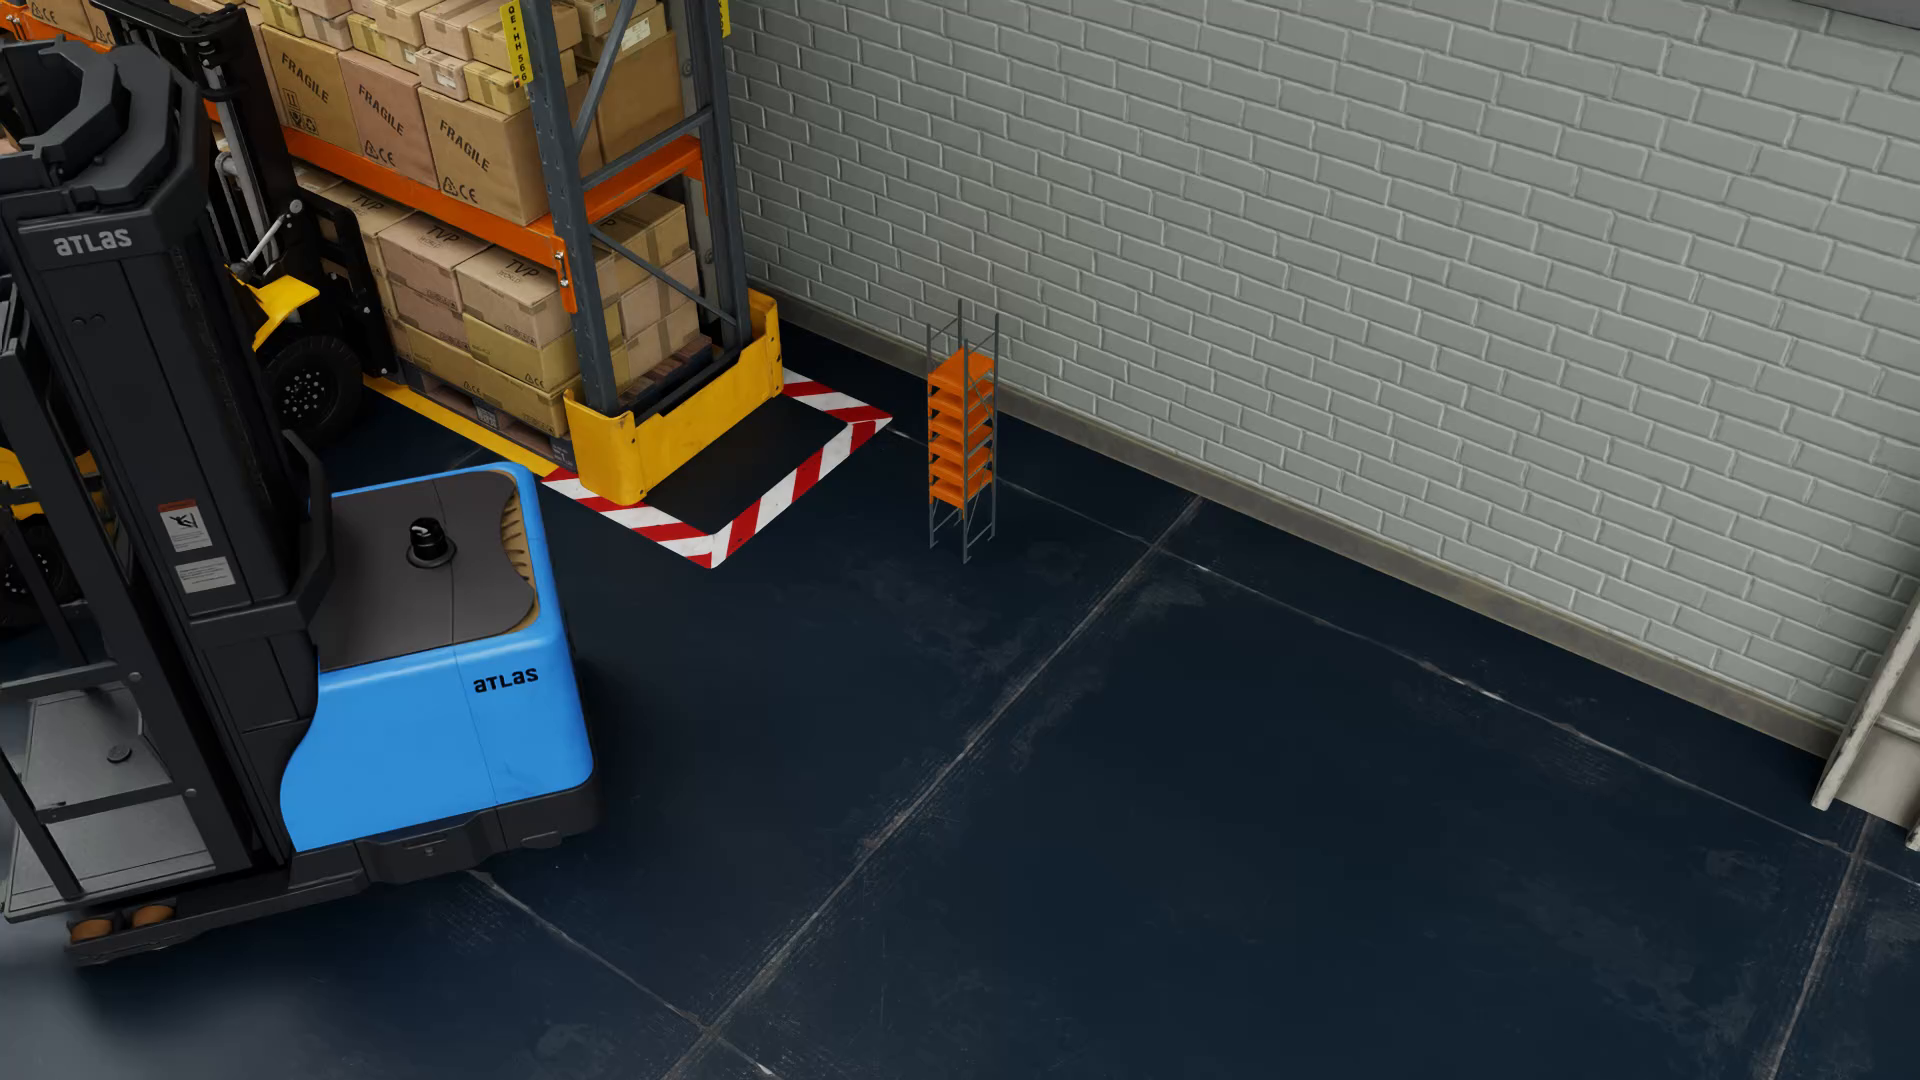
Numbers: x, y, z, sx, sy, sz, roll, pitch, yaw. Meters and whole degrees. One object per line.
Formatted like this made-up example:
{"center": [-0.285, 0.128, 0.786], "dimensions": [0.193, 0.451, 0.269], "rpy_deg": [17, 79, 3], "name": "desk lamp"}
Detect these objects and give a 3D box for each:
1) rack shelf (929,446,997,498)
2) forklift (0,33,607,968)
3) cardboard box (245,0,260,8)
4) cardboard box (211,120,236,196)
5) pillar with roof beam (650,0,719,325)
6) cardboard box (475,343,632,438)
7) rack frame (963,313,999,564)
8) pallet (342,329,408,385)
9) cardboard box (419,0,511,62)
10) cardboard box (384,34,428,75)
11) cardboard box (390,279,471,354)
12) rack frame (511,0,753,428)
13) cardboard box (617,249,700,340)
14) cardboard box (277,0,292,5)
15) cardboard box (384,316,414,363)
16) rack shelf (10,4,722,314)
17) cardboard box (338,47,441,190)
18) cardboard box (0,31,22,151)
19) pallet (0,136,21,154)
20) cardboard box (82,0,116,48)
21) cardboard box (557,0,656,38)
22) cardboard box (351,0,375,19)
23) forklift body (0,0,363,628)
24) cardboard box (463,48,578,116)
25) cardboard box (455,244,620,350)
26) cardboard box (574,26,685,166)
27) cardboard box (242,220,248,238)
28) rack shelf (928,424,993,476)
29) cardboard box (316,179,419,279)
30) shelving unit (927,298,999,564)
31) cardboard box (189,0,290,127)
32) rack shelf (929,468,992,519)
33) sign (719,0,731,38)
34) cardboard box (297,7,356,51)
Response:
{"center": [0.012, -0.319, 7.202], "dimensions": [0.180, 0.103, 0.258], "rpy_deg": [25, 48, 25], "name": "rack shelf"}
{"center": [-2.904, -0.002, 5.302], "dimensions": [3.031, 2.935, 1.130], "rpy_deg": [-12, 43, -13], "name": "forklift"}
{"center": [-3.016, -2.533, 7.518], "dimensions": [0.250, 0.149, 0.380], "rpy_deg": [25, 47, 25], "name": "cardboard box"}
{"center": [-3.587, -1.945, 8.420], "dimensions": [0.500, 0.250, 0.500], "rpy_deg": [27, 48, 27], "name": "cardboard box"}
{"center": [-3.879, -2.296, 3.315], "dimensions": [0.400, 9.000, 9.100], "rpy_deg": [25, 48, 25], "name": "pillar with roof beam"}
{"center": [-1.920, -0.791, 7.880], "dimensions": [0.500, 0.250, 0.500], "rpy_deg": [25, 48, 26], "name": "cardboard box"}
{"center": [0.087, -0.407, 7.053], "dimensions": [0.006, 1.200, 0.240], "rpy_deg": [25, 48, 25], "name": "rack frame"}
{"center": [-2.999, -1.350, 8.849], "dimensions": [1.213, 0.211, 1.003], "rpy_deg": [25, 48, 25], "name": "pallet"}
{"center": [-1.988, -2.141, 6.857], "dimensions": [0.250, 0.149, 0.380], "rpy_deg": [25, 48, 25], "name": "cardboard box"}
{"center": [-2.203, -2.125, 7.062], "dimensions": [0.250, 0.149, 0.380], "rpy_deg": [26, 48, 26], "name": "cardboard box"}
{"center": [-2.337, -1.183, 7.943], "dimensions": [0.500, 0.250, 0.500], "rpy_deg": [25, 47, 25], "name": "cardboard box"}
{"center": [-1.354, -1.652, 7.095], "dimensions": [0.127, 3.000, 1.000], "rpy_deg": [25, 48, 25], "name": "rack frame"}
{"center": [-1.620, -1.263, 8.033], "dimensions": [0.500, 0.250, 0.500], "rpy_deg": [26, 48, 26], "name": "cardboard box"}
{"center": [-2.871, -2.497, 7.255], "dimensions": [0.250, 0.149, 0.380], "rpy_deg": [26, 48, 26], "name": "cardboard box"}
{"center": [-2.727, -1.183, 8.318], "dimensions": [0.500, 0.250, 0.500], "rpy_deg": [26, 48, 26], "name": "cardboard box"}
{"center": [-2.992, -2.149, 8.190], "dimensions": [4.000, 0.370, 1.077], "rpy_deg": [25, 48, 25], "name": "rack shelf"}
{"center": [-2.327, -1.938, 7.339], "dimensions": [0.500, 0.500, 0.500], "rpy_deg": [27, 48, 27], "name": "cardboard box"}
{"center": [-5.063, -2.648, 9.674], "dimensions": [0.625, 0.625, 0.875], "rpy_deg": [27, 48, 27], "name": "cardboard box"}
{"center": [-5.255, -2.405, 10.027], "dimensions": [1.213, 0.211, 1.003], "rpy_deg": [25, 48, 25], "name": "pallet"}
{"center": [-3.980, -2.718, 8.211], "dimensions": [0.500, 0.500, 0.500], "rpy_deg": [26, 48, 26], "name": "cardboard box"}
{"center": [-1.507, -2.287, 7.020], "dimensions": [0.250, 0.149, 0.380], "rpy_deg": [24, 47, 25], "name": "cardboard box"}
{"center": [-2.379, -2.362, 7.104], "dimensions": [0.250, 0.149, 0.380], "rpy_deg": [25, 48, 26], "name": "cardboard box"}
{"center": [-3.954, -1.065, 7.076], "dimensions": [1.214, 2.155, 2.313], "rpy_deg": [25, 48, 25], "name": "forklift body"}
{"center": [-1.799, -1.910, 6.822], "dimensions": [0.250, 0.149, 0.380], "rpy_deg": [26, 48, 26], "name": "cardboard box"}
{"center": [-1.910, -1.162, 7.545], "dimensions": [0.500, 0.250, 0.500], "rpy_deg": [27, 48, 27], "name": "cardboard box"}
{"center": [-1.600, -2.030, 7.443], "dimensions": [0.500, 0.500, 0.500], "rpy_deg": [27, 48, 27], "name": "cardboard box"}
{"center": [-3.592, -1.757, 8.585], "dimensions": [0.500, 0.250, 0.500], "rpy_deg": [25, 47, 25], "name": "cardboard box"}
{"center": [0.012, -0.408, 7.122], "dimensions": [0.180, 0.103, 0.258], "rpy_deg": [25, 48, 25], "name": "rack shelf"}
{"center": [-2.751, -1.542, 7.969], "dimensions": [0.500, 0.250, 0.500], "rpy_deg": [26, 48, 26], "name": "cardboard box"}
{"center": [0.012, -0.442, 7.092], "dimensions": [0.189, 1.200, 0.258], "rpy_deg": [25, 48, 25], "name": "shelving unit"}
{"center": [-3.165, -2.320, 7.767], "dimensions": [0.500, 0.500, 0.500], "rpy_deg": [25, 48, 26], "name": "cardboard box"}
{"center": [0.012, -0.230, 7.282], "dimensions": [0.180, 0.103, 0.258], "rpy_deg": [25, 48, 25], "name": "rack shelf"}
{"center": [-1.031, -2.304, 7.116], "dimensions": [0.005, 0.325, 0.100], "rpy_deg": [25, 48, 25], "name": "sign"}
{"center": [-2.645, -2.302, 7.260], "dimensions": [0.250, 0.149, 0.380], "rpy_deg": [24, 47, 24], "name": "cardboard box"}
